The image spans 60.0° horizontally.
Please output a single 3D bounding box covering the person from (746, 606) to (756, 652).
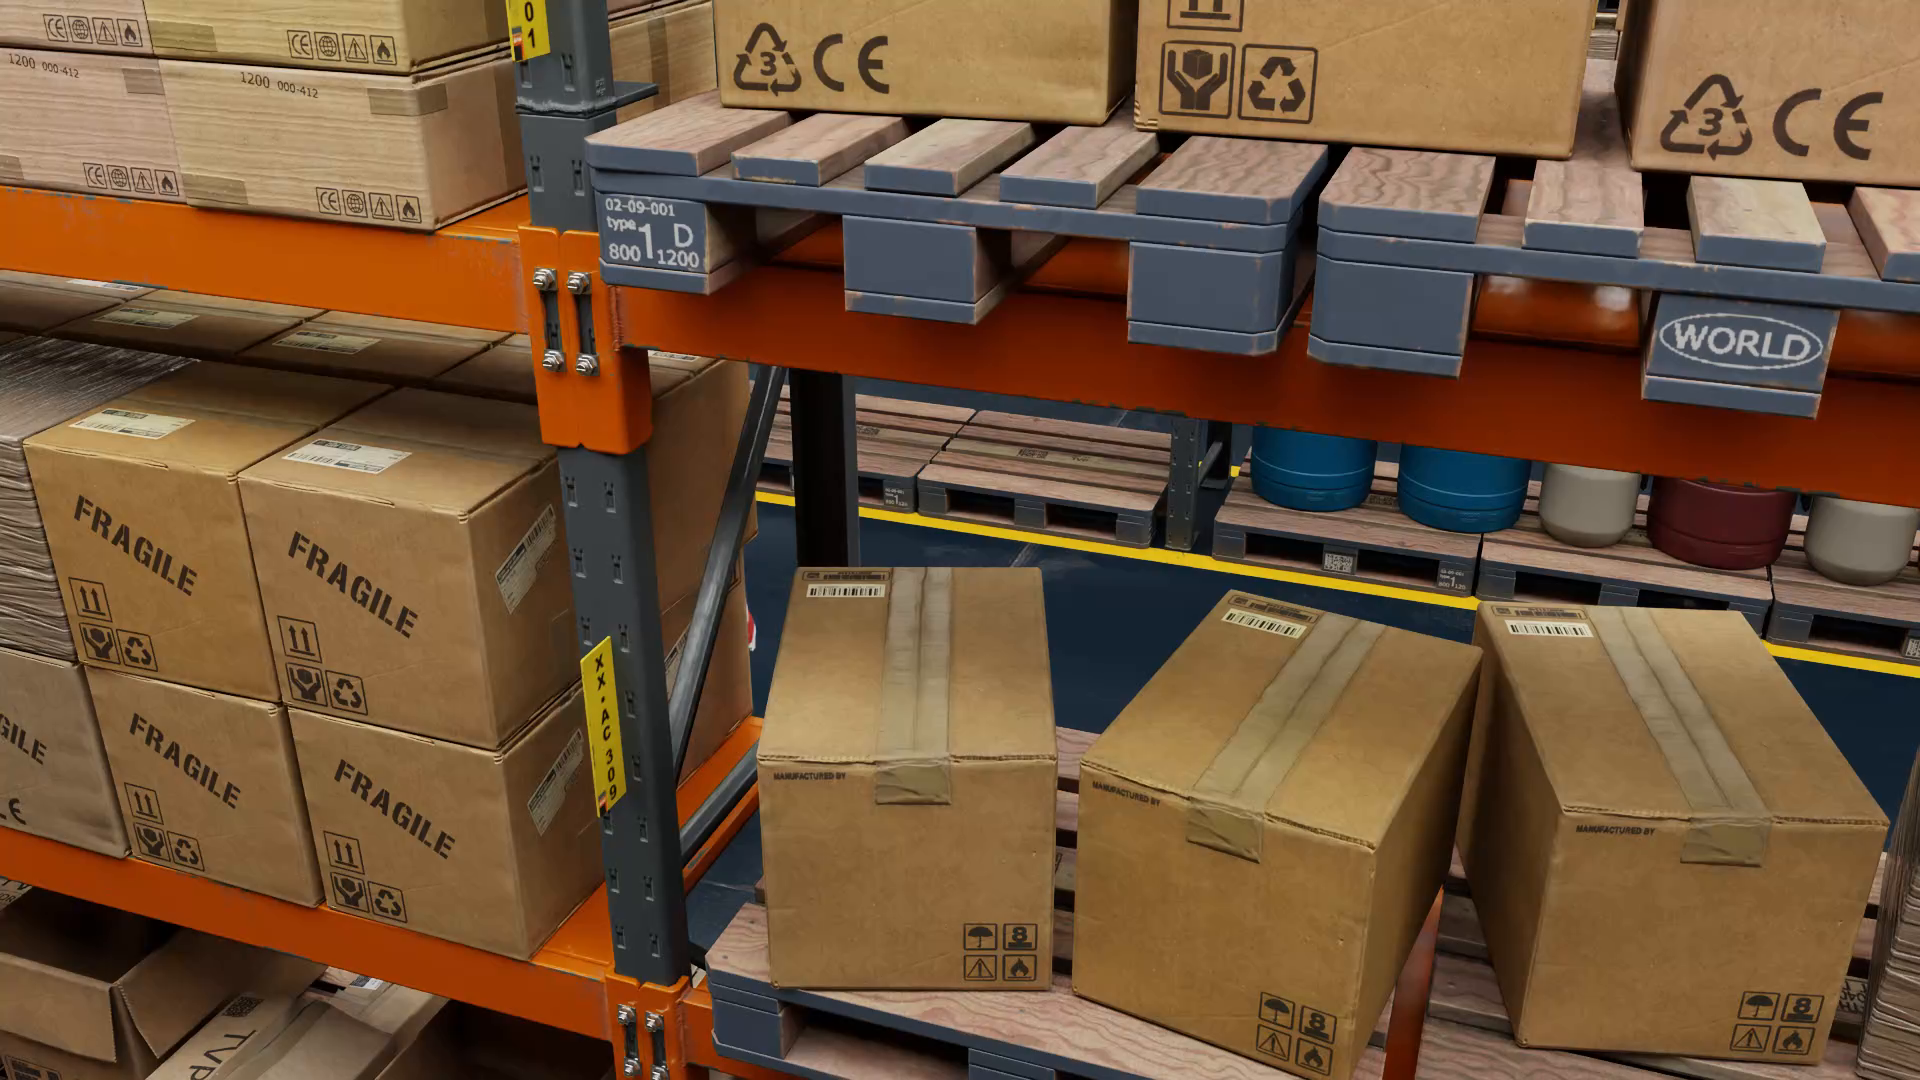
[{"bbox_3d":[-0.994,0.515,5.817,0.581,1.091,0.866,9,27,17],"label":"person"}]
